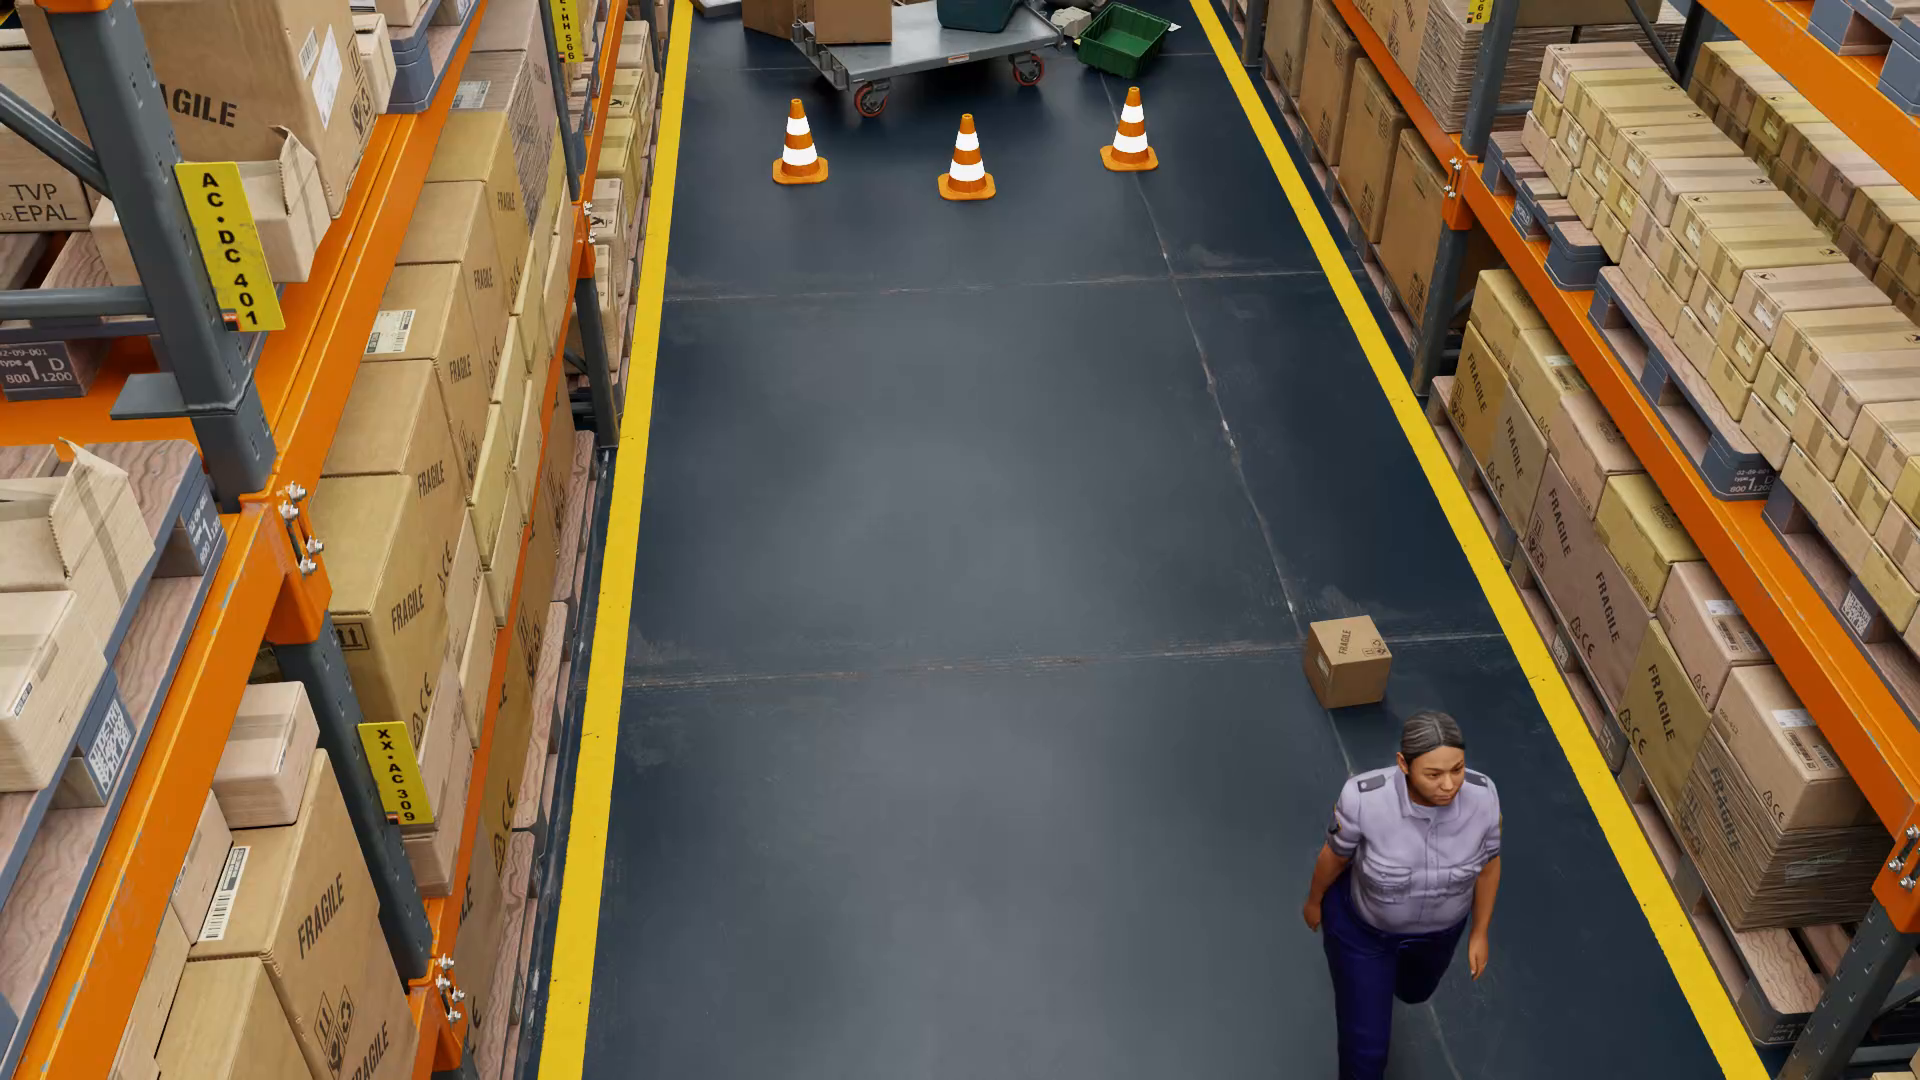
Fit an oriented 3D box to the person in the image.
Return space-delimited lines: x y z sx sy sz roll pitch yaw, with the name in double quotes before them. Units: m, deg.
"person" 1.271 1.062 4.864 0.493 1.602 0.906 -3 39 -3
